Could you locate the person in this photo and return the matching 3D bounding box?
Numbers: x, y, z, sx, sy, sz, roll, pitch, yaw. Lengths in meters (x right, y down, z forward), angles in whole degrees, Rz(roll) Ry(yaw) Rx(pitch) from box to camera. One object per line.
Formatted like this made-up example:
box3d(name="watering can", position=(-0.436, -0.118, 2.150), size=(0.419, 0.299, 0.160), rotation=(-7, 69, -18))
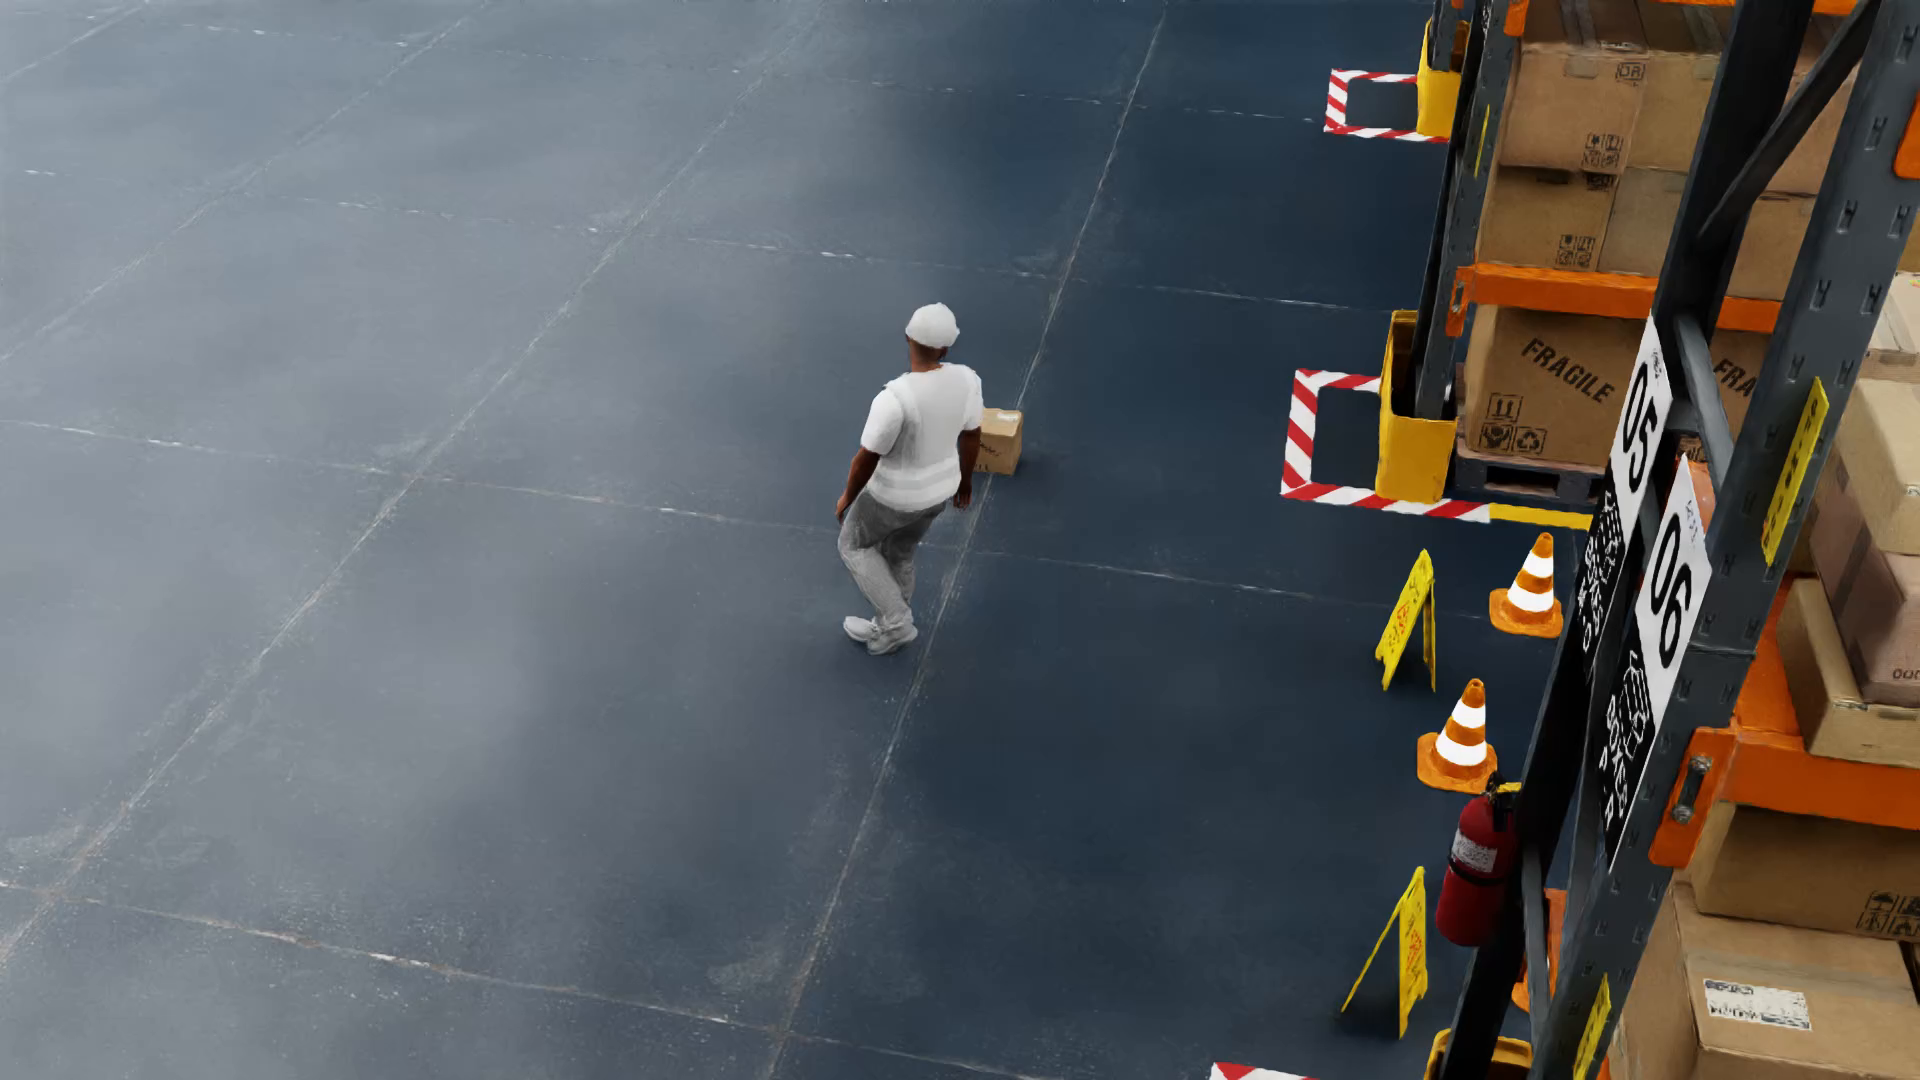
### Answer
box3d(name="person", position=(-0.232, -0.243, 7.289), size=(0.644, 1.745, 0.549), rotation=(-30, 46, -34))
